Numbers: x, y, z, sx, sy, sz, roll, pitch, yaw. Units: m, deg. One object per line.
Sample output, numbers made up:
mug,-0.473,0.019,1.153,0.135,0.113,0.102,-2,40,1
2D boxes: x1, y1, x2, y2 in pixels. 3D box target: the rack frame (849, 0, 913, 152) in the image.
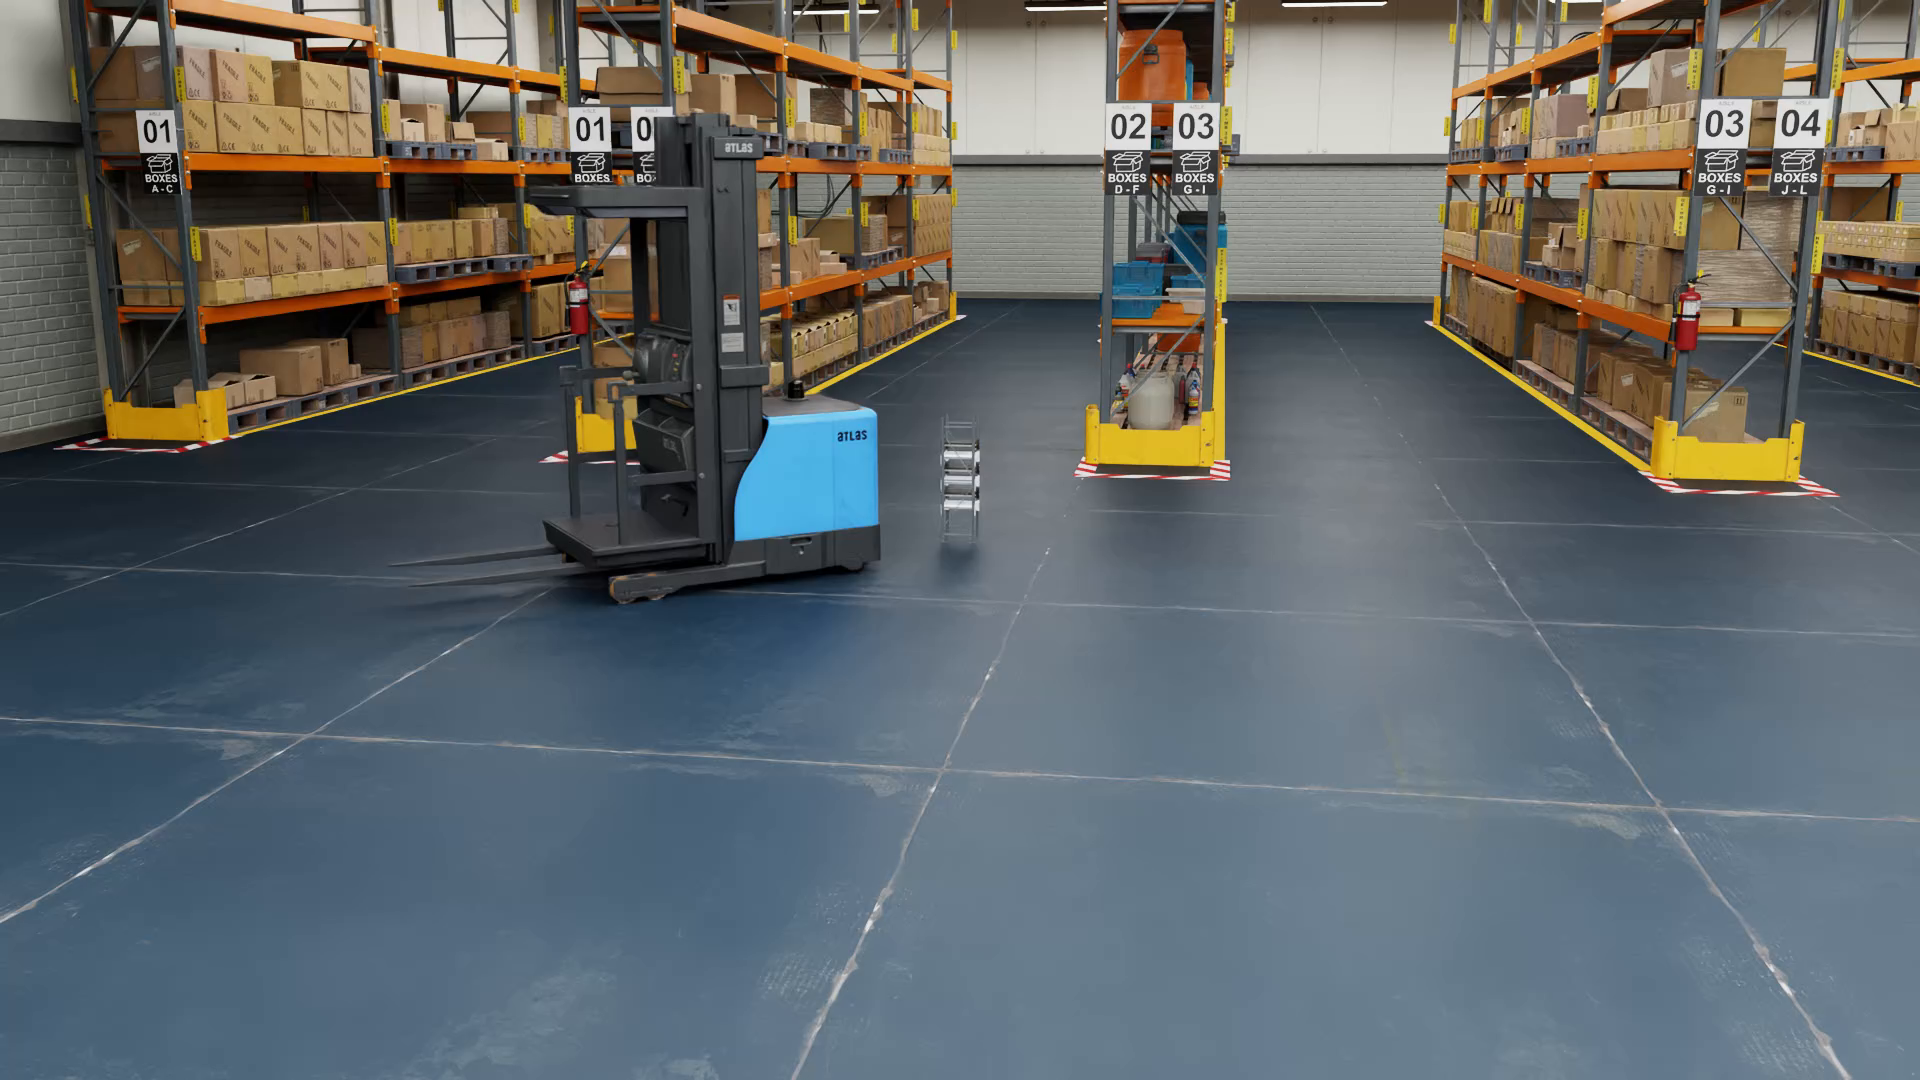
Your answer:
rack frame,-1.267,-7.759,26.634,1.000,3.000,0.127,2,12,9

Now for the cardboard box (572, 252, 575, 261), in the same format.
cardboard box,-6.225,-4.475,26.187,0.380,0.149,0.250,2,12,10

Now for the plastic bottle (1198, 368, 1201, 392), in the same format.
plastic bottle,2.649,-1.776,18.516,0.061,0.283,0.133,3,12,11

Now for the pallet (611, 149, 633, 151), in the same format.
pallet,-6.026,-6.579,28.489,1.003,0.211,1.213,2,12,9

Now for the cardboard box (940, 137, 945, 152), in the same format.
cardboard box,-0.555,-7.077,29.760,0.500,0.250,0.500,2,12,9

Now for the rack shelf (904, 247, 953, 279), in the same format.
rack shelf,-0.959,-4.891,29.274,1.077,0.370,4.000,2,12,9

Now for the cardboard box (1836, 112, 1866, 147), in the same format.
cardboard box,13.240,-5.968,24.210,0.700,0.500,0.500,2,12,9

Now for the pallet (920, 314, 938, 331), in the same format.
pallet,-0.975,-3.860,29.405,1.003,0.211,1.213,2,12,9

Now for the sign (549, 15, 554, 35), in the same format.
sign,-6.707,-8.475,27.367,0.100,0.325,0.005,2,12,9

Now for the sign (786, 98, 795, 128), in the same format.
sign,-1.949,-4.901,19.078,0.100,0.325,0.005,2,12,9

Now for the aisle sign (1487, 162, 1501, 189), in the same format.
aisle sign,9.444,-6.613,29.388,0.394,0.787,0.004,2,12,9

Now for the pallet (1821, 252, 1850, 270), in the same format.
pallet,13.145,-4.074,24.234,1.003,0.211,1.213,2,12,9

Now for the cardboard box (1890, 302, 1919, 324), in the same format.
cardboard box,12.637,-2.991,21.906,0.500,0.250,0.500,2,12,7

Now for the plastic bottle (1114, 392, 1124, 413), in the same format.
plastic bottle,1.631,-1.410,17.015,0.097,0.201,0.097,0,12,0

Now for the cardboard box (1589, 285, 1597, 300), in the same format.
cardboard box,6.909,-2.629,17.670,0.380,0.149,0.250,2,12,9

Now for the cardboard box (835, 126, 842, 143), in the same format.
cardboard box,-1.896,-5.495,22.611,0.500,0.250,0.500,1,12,4

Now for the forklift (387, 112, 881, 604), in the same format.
forklift,-2.063,-1.169,10.459,3.031,2.935,1.130,-7,14,-29

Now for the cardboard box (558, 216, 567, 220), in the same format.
cardboard box,-6.298,-5.026,25.423,0.500,0.250,0.500,2,12,9

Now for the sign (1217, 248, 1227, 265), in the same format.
sign,2.939,-3.114,18.668,0.100,0.325,0.005,2,12,9

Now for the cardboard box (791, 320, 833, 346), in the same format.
cardboard box,-1.952,-2.694,21.572,0.500,0.311,0.500,2,12,10

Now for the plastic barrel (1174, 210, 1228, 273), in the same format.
plastic barrel,2.755,-3.315,19.065,0.600,0.901,0.708,2,12,9

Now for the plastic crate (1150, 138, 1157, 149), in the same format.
plastic crate,1.777,-4.032,16.500,0.392,0.384,0.575,2,12,9

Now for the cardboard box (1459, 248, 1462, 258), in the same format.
cardboard box,8.442,-4.723,27.385,0.380,0.149,0.250,2,12,8

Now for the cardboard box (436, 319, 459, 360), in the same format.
cardboard box,-7.147,-2.681,22.204,0.700,0.500,0.500,2,12,9

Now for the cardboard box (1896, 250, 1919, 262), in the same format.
cardboard box,12.413,-3.690,21.594,0.380,0.149,0.250,2,12,10

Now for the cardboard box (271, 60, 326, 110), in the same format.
cardboard box,-7.345,-4.997,18.284,0.500,0.500,0.500,1,12,7

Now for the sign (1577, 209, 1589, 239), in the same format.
sign,6.742,-3.422,18.004,0.100,0.325,0.005,2,12,9

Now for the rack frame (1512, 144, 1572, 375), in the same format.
rack frame,7.906,-3.671,21.910,1.000,3.000,0.127,2,12,9

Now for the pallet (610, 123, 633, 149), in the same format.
pallet,-2.978,-3.897,16.048,1.003,0.211,1.213,2,12,9

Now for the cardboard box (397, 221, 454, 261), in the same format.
cardboard box,-7.117,-3.943,21.889,0.700,0.500,0.500,4,13,16

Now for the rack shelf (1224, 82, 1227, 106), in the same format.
rack shelf,3.935,-7.466,27.936,1.077,0.370,4.000,2,12,9

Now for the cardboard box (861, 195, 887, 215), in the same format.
cardboard box,-1.445,-5.477,27.678,0.500,0.500,0.500,2,12,9

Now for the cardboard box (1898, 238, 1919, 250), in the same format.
cardboard box,12.417,-3.835,21.563,0.380,0.149,0.250,2,12,10

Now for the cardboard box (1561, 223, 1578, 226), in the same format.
cardboard box,7.875,-3.692,20.773,0.700,0.500,0.500,4,13,17

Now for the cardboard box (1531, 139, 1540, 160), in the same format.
cardboard box,7.582,-4.975,21.194,0.500,0.250,0.500,2,12,10

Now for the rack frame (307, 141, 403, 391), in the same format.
rack frame,-7.392,-3.320,20.280,1.000,3.000,0.127,2,12,9

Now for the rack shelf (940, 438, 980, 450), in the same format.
rack shelf,0.001,-0.673,11.857,0.258,0.077,0.200,2,12,9

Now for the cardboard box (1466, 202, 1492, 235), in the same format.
cardboard box,8.409,-5.151,26.646,0.500,0.500,0.500,2,12,9

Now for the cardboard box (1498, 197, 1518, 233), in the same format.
cardboard box,8.314,-4.768,24.378,0.797,0.503,0.637,2,12,9

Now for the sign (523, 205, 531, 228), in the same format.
sign,-6.240,-4.665,23.958,0.100,0.325,0.005,2,12,9

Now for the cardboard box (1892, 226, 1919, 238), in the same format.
cardboard box,12.455,-4.032,21.770,0.380,0.149,0.250,2,12,8

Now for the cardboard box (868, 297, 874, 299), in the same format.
cardboard box,-1.653,-3.615,26.536,0.500,0.500,0.500,2,12,9

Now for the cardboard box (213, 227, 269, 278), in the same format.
cardboard box,-7.551,-2.983,17.243,0.500,0.500,0.500,2,12,9

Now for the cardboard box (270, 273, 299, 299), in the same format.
cardboard box,-7.469,-2.730,17.848,0.500,0.250,0.500,2,12,8

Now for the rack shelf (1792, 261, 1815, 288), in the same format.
rack shelf,13.714,-4.387,26.938,1.077,0.370,4.000,2,12,9

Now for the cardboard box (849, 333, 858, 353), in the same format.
cardboard box,-1.722,-2.737,23.103,0.500,0.250,0.500,2,12,10

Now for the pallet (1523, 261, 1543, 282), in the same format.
pallet,7.902,-3.426,21.225,1.213,0.211,1.003,2,12,9

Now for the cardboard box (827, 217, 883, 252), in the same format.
cardboard box,-1.567,-4.566,24.828,0.700,0.500,0.500,4,13,19

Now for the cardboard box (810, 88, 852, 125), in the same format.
cardboard box,-1.809,-6.088,23.391,0.500,0.500,0.500,2,12,9

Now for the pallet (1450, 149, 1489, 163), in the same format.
pallet,9.033,-6.605,28.612,1.003,0.211,1.213,2,12,9

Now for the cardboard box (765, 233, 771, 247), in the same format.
cardboard box,-2.367,-3.412,18.927,0.380,0.149,0.250,2,12,7

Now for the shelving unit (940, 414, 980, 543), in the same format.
shelving unit,0.001,-0.442,11.906,0.258,0.900,0.210,2,12,9

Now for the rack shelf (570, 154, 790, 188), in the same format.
rack shelf,-2.805,-3.859,17.367,1.077,0.370,4.000,2,12,9

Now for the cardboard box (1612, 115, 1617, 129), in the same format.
cardboard box,6.963,-4.311,17.169,0.380,0.149,0.250,1,12,6

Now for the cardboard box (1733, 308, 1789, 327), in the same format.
cardboard box,6.955,-1.935,14.448,0.380,0.149,0.250,2,12,9
